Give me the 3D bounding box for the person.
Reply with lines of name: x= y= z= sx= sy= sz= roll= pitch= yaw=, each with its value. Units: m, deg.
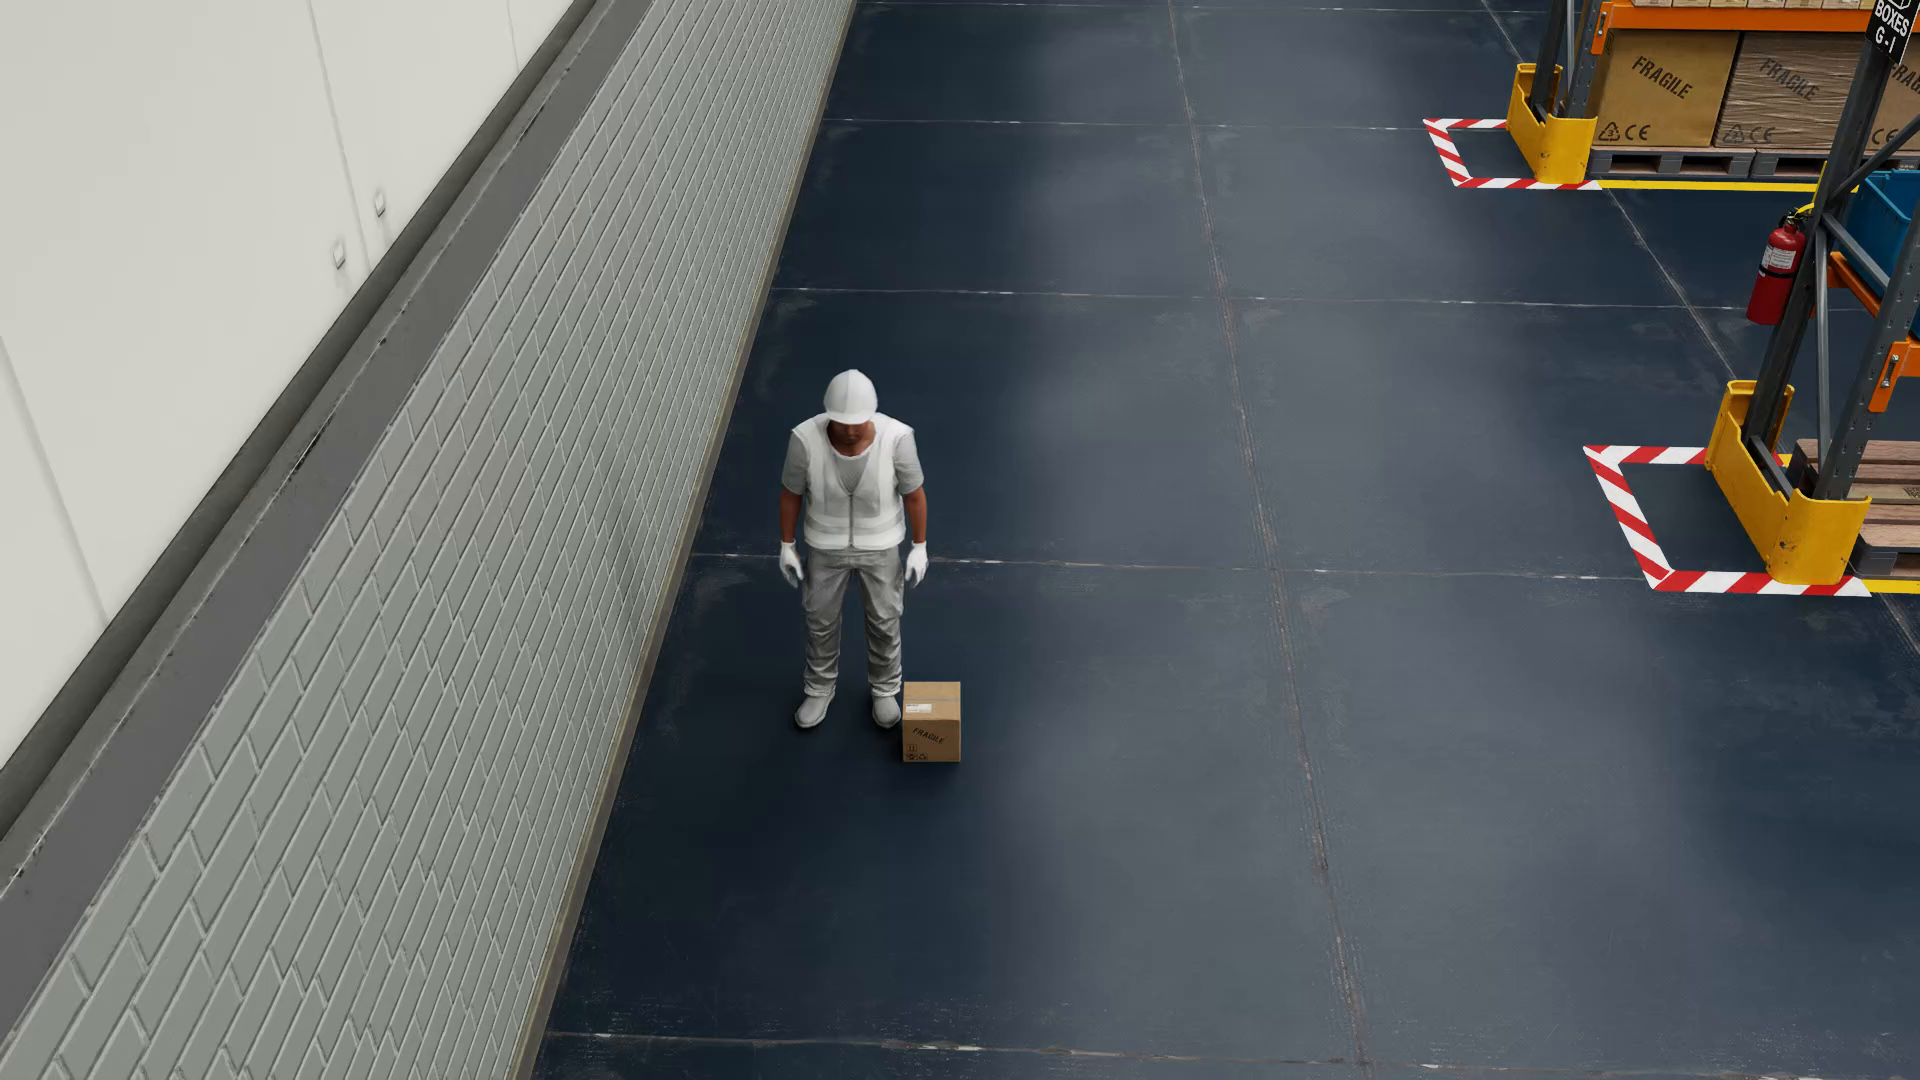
person: x=-0.451 y=0.040 z=7.052 sx=0.633 sy=1.775 sz=0.449 roll=0 pitch=35 yaw=0
